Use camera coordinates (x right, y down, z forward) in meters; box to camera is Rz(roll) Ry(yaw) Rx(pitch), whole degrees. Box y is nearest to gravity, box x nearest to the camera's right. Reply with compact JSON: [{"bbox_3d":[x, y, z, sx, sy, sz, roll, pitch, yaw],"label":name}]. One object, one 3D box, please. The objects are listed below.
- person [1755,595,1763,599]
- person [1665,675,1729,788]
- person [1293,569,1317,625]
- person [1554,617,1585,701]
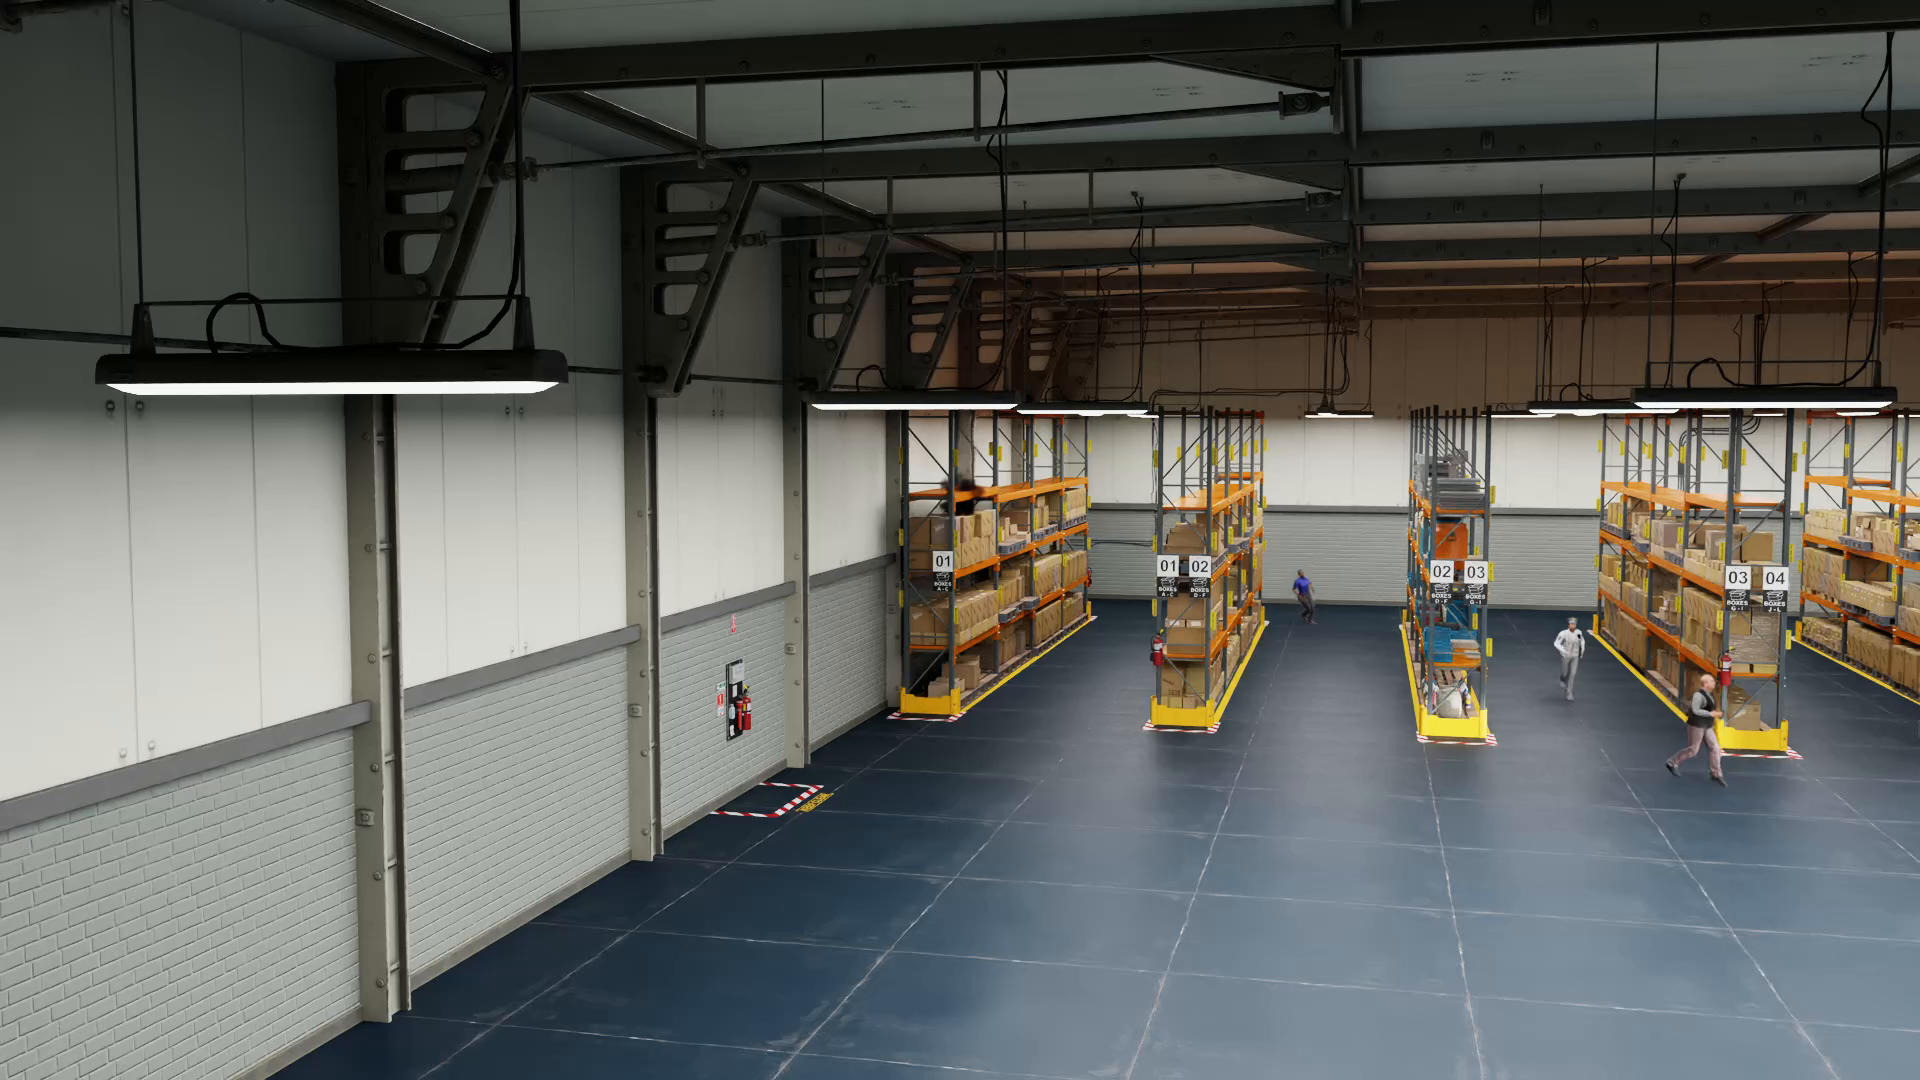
[{"bbox_3d":[21.109,1.697,43.891,0.894,1.801,0.668,-4,6,-44],"label":"person"},{"bbox_3d":[11.650,2.986,26.230,0.981,1.752,0.678,4,6,44],"label":"person"},{"bbox_3d":[9.682,1.603,46.731,0.668,1.569,0.522,-2,5,-26],"label":"person"},{"bbox_3d":[12.631,2.423,34.444,0.640,1.686,0.904,0,4,6],"label":"person"}]
